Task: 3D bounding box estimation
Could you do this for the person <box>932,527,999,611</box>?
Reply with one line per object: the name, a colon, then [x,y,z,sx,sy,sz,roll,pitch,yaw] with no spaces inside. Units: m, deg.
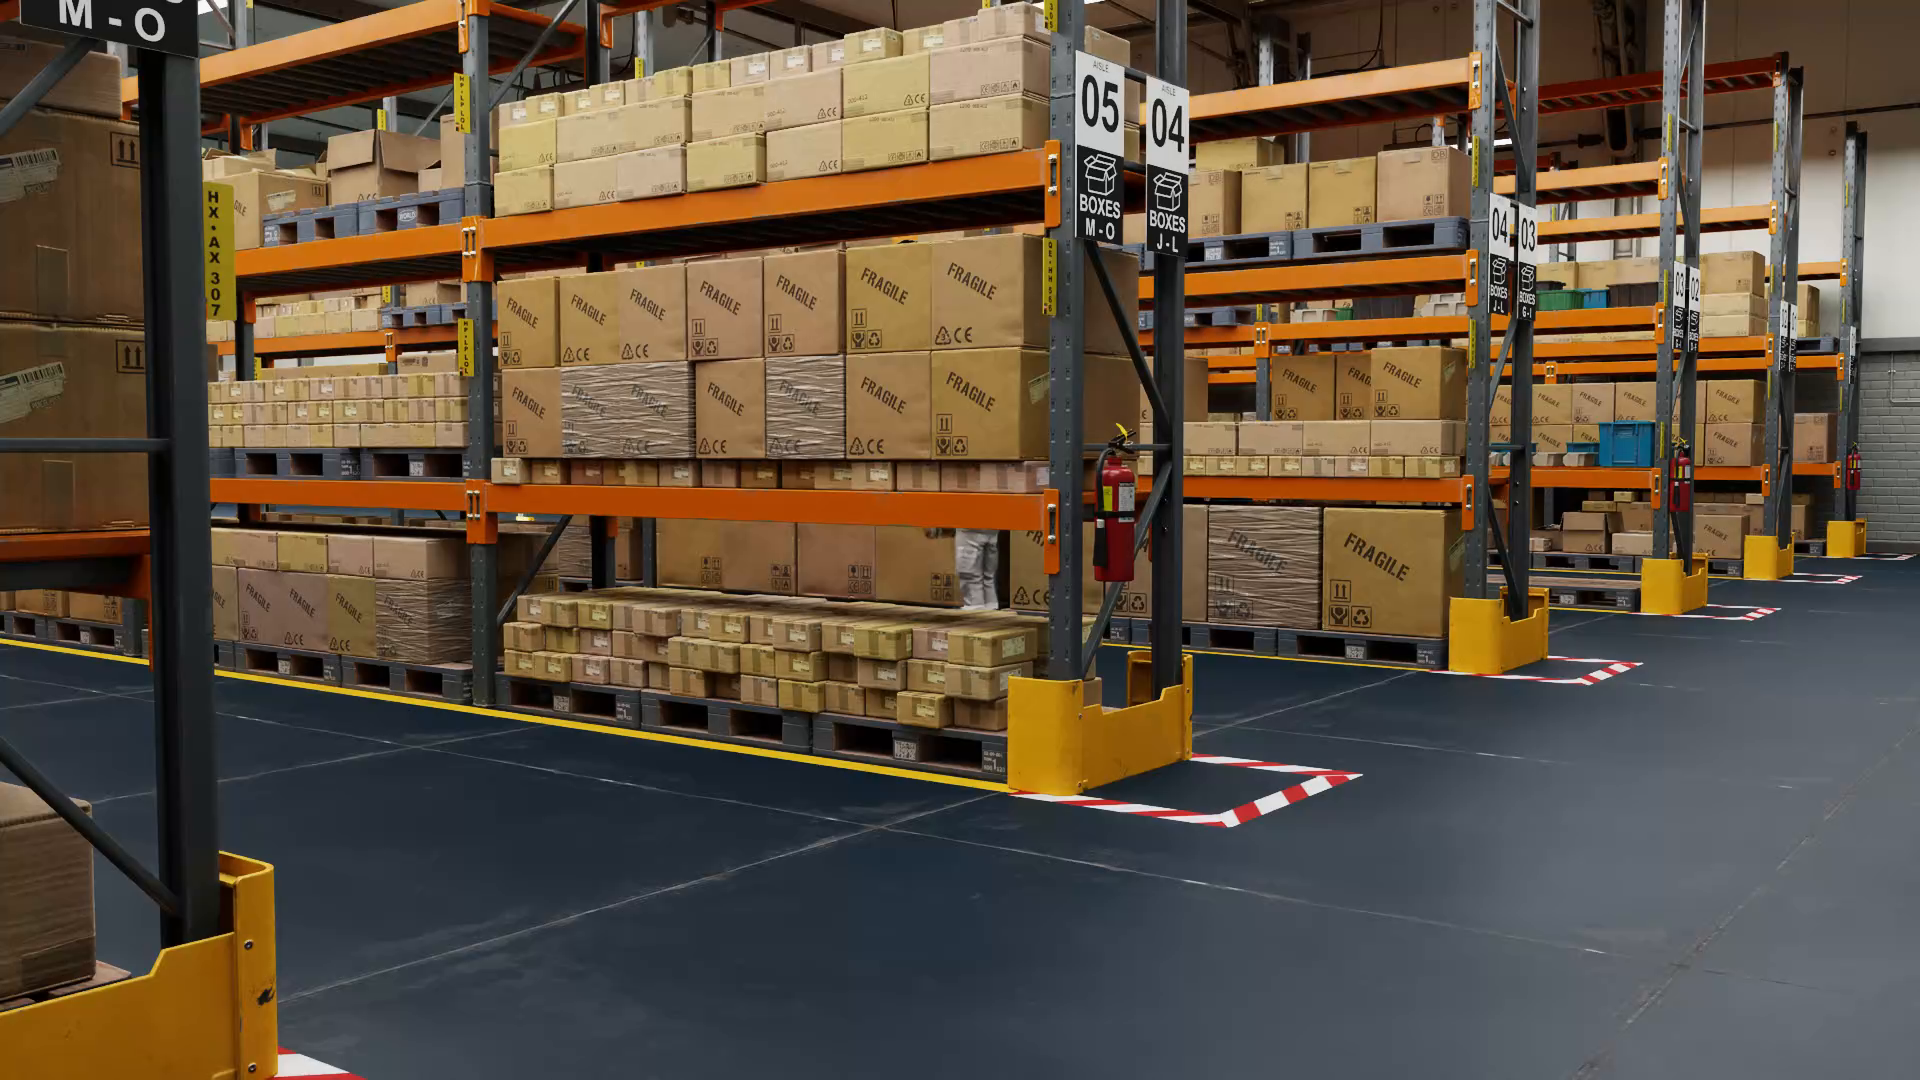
person: [0.072,-0.069,12.347,0.542,1.793,0.525,2,4,36]
